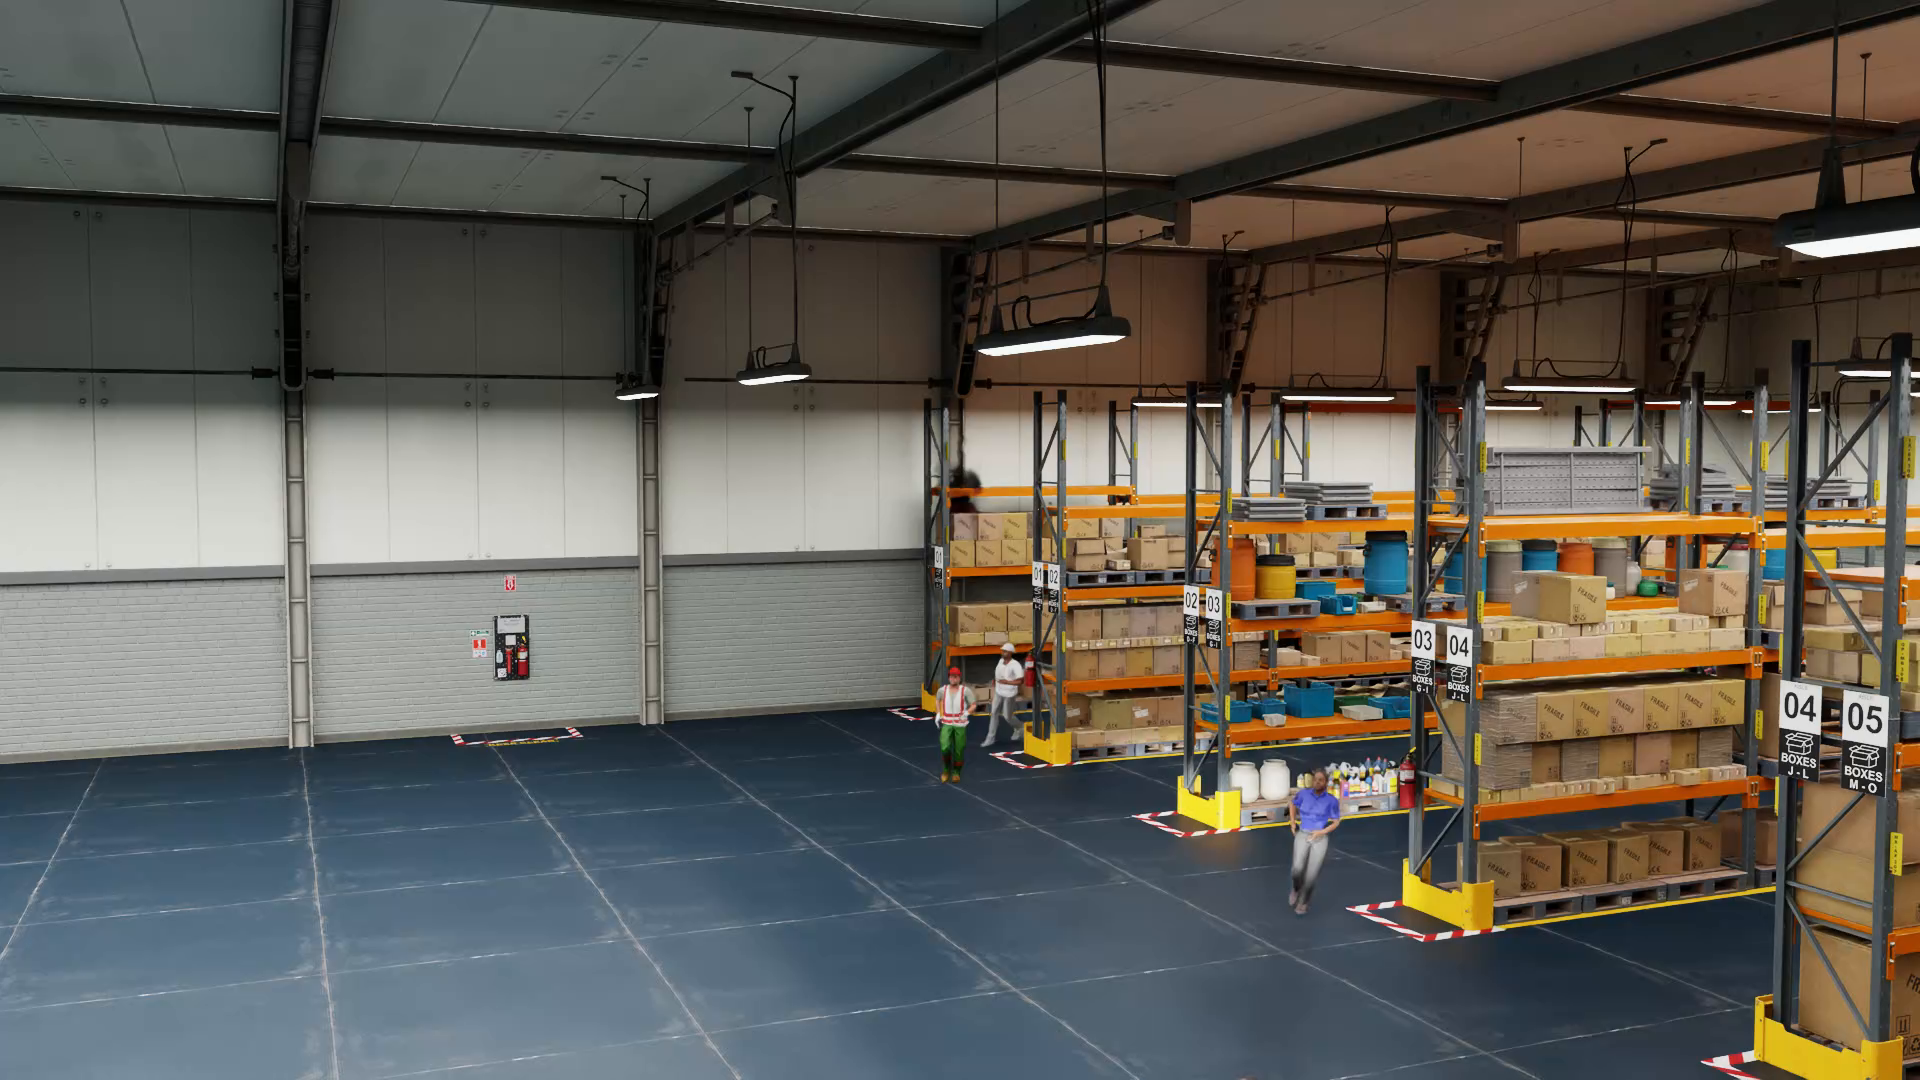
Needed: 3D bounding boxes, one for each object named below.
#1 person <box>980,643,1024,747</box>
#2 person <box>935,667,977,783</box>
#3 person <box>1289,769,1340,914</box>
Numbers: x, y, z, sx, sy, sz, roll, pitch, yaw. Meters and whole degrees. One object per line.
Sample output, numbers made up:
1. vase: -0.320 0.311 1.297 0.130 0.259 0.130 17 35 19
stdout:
1. person: 0.828 2.632 28.354 0.919 1.769 0.727 -3 4 -40
2. person: -0.079 2.799 25.059 0.655 1.760 0.659 0 3 6
3. person: 3.851 3.301 18.150 0.568 1.618 0.512 1 4 21
